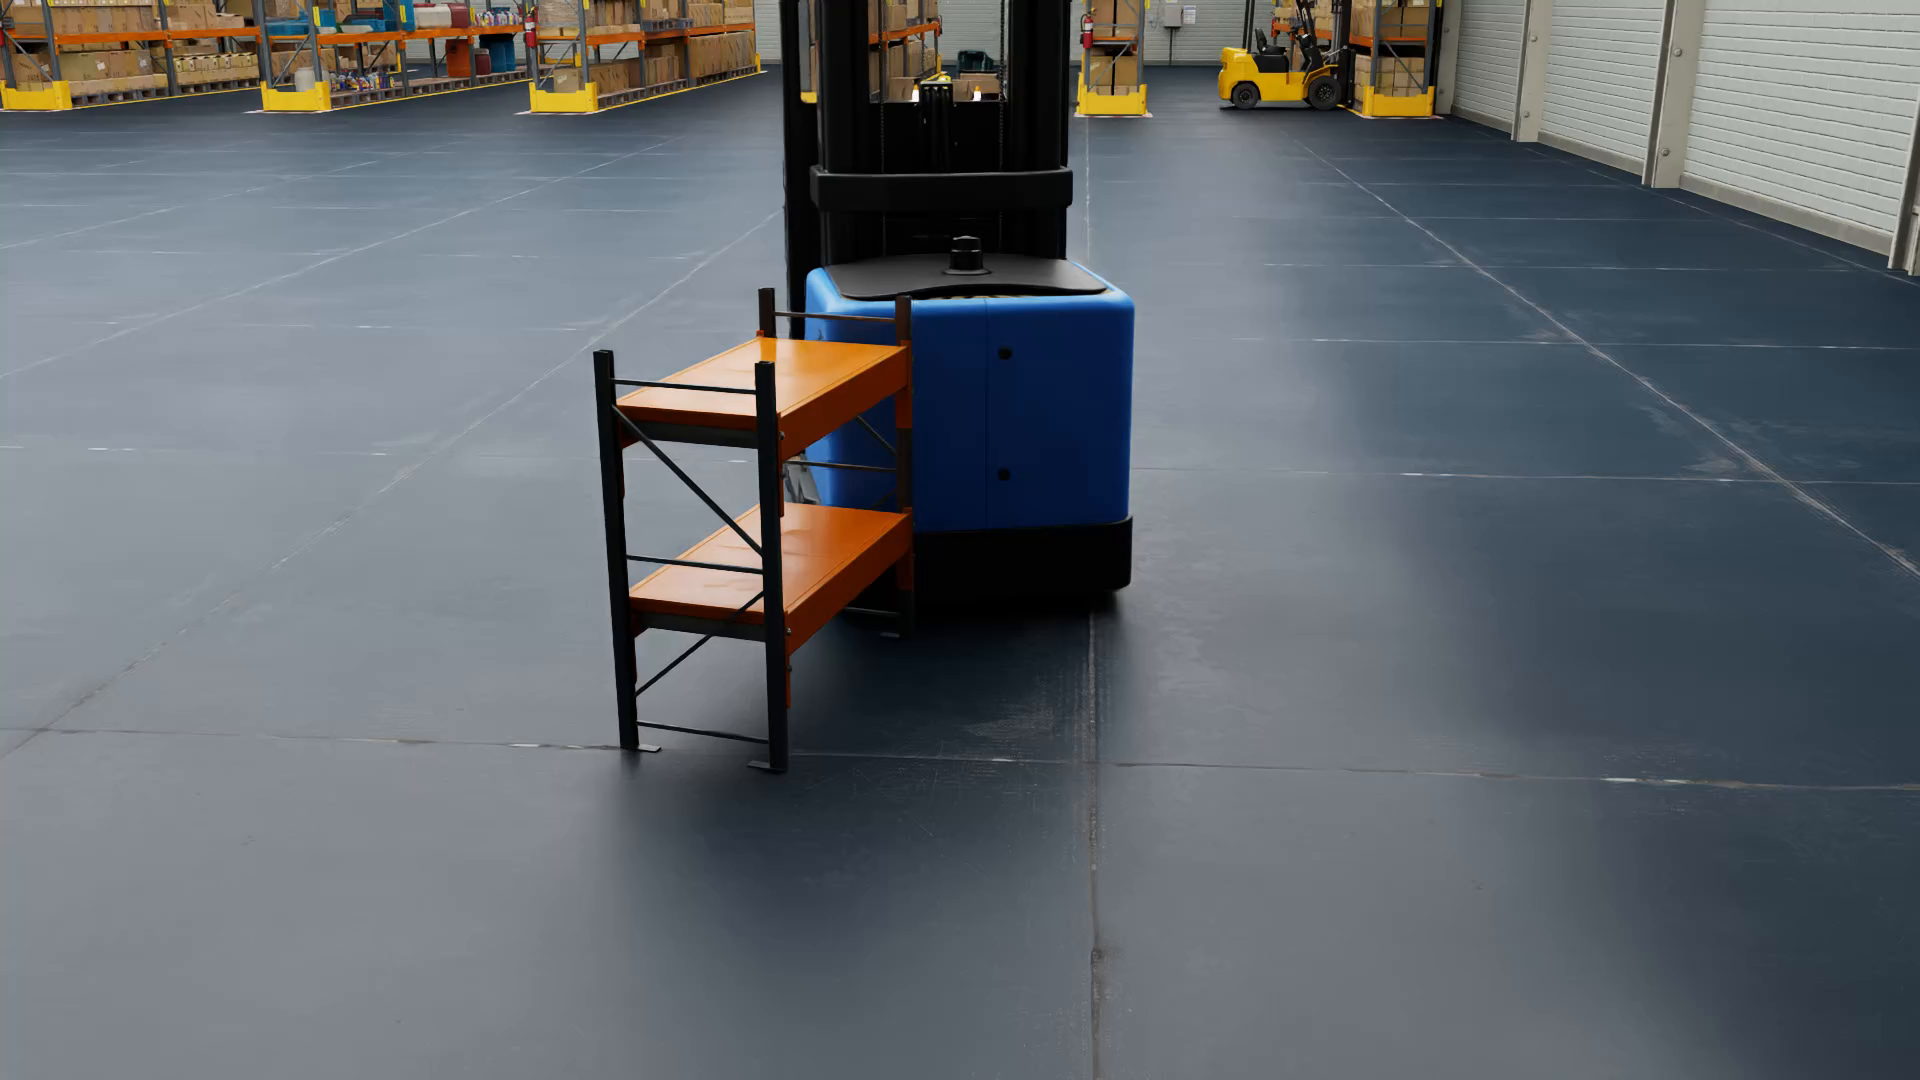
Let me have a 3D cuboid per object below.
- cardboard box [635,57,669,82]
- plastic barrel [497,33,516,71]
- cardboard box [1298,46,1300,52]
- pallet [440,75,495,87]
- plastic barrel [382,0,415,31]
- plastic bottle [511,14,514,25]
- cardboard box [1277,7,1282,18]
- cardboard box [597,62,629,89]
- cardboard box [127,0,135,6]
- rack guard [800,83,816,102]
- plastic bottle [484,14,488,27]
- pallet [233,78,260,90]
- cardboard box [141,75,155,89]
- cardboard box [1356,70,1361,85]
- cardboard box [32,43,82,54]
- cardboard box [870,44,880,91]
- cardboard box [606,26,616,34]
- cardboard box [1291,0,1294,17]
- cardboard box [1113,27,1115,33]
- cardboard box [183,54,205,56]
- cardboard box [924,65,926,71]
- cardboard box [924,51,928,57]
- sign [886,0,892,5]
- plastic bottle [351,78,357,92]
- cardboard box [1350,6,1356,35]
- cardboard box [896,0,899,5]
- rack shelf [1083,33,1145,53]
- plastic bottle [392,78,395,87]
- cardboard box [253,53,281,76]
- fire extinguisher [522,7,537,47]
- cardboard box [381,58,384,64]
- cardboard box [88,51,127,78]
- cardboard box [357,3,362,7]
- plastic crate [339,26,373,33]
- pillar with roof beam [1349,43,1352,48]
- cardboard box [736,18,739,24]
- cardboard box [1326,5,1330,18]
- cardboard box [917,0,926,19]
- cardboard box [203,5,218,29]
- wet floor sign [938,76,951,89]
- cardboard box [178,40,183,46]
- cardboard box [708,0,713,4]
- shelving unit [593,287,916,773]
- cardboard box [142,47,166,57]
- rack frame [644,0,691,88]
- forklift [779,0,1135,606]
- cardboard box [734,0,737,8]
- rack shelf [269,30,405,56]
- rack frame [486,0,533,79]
[{"bbox_3d":[-6.700,-10.143,35.867,0.700,0.500,0.500,3,18,9],"label":"cardboard box"},{"bbox_3d":[-11.321,-12.065,41.123,0.600,0.901,0.708,1,18,4],"label":"plastic barrel"},{"bbox_3d":[8.277,-11.717,39.662,0.380,0.149,0.250,1,18,2],"label":"cardboard box"},{"bbox_3d":[-11.537,-10.710,38.769,1.003,0.211,1.213,1,18,4],"label":"pallet"},{"bbox_3d":[-11.508,-10.898,34.061,0.600,0.901,0.708,1,18,4],"label":"plastic barrel"},{"bbox_3d":[-10.997,-12.730,40.654,0.152,0.276,0.135,1,18,4],"label":"plastic bottle"},{"bbox_3d":[8.461,-13.611,42.908,0.500,0.250,0.500,1,18,5],"label":"cardboard box"},{"bbox_3d":[-6.967,-9.325,33.404,0.500,0.500,0.500,1,18,2],"label":"cardboard box"},{"bbox_3d":[-16.638,-10.686,33.014,0.380,0.149,0.250,1,18,4],"label":"cardboard box"},{"bbox_3d":[-2.247,-7.857,29.598,1.175,0.500,0.348,1,18,4],"label":"rack guard"},{"bbox_3d":[-11.103,-12.148,38.885,0.097,0.271,0.097,0,18,0],"label":"plastic bottle"},{"bbox_3d":[-16.590,-10.321,37.582,1.003,0.211,1.213,1,18,4],"label":"pallet"},{"bbox_3d":[-16.640,-9.248,33.570,0.500,0.250,0.500,1,18,4],"label":"cardboard box"},{"bbox_3d":[7.421,-8.307,29.897,0.500,0.250,0.500,1,18,3],"label":"cardboard box"},{"bbox_3d":[-21.250,-11.414,39.217,0.750,0.750,0.750,1,18,3],"label":"cardboard box"},{"bbox_3d":[-2.073,-9.290,32.697,0.875,0.875,0.875,2,18,5],"label":"cardboard box"},{"bbox_3d":[-6.722,-9.622,31.373,0.380,0.149,0.250,1,18,4],"label":"cardboard box"},{"bbox_3d":[8.253,-12.692,39.505,0.700,0.500,0.500,2,18,5],"label":"cardboard box"},{"bbox_3d":[3.128,-9.755,31.781,0.380,0.149,0.250,1,18,3],"label":"cardboard box"},{"bbox_3d":[-16.890,-10.583,36.743,0.500,0.311,0.500,1,18,2],"label":"cardboard box"},{"bbox_3d":[-1.038,-11.730,41.307,0.380,0.149,0.250,0,18,2],"label":"cardboard box"},{"bbox_3d":[-1.010,-12.331,42.188,0.380,0.149,0.250,2,18,5],"label":"cardboard box"},{"bbox_3d":[-1.404,-10.731,32.839,0.100,0.325,0.005,1,18,4],"label":"sign"},{"bbox_3d":[-11.684,-8.773,32.056,0.097,0.271,0.097,0,18,0],"label":"plastic bottle"},{"bbox_3d":[7.589,-9.702,31.053,0.500,0.500,0.500,1,18,3],"label":"cardboard box"},{"bbox_3d":[-1.714,-11.920,36.218,0.700,0.500,0.500,1,18,4],"label":"cardboard box"},{"bbox_3d":[2.843,-9.252,30.997,1.077,0.370,4.000,1,18,4],"label":"rack shelf"},{"bbox_3d":[-11.554,-9.307,33.796,0.097,0.201,0.097,0,18,0],"label":"plastic bottle"},{"bbox_3d":[-16.174,-11.057,38.659,0.500,0.500,0.500,2,18,6],"label":"cardboard box"},{"bbox_3d":[-7.653,-9.132,29.600,0.296,0.674,0.183,1,18,4],"label":"fire extinguisher"},{"bbox_3d":[-15.830,-12.950,44.971,0.380,0.166,0.250,1,18,4],"label":"cardboard box"},{"bbox_3d":[-16.695,-9.293,32.504,0.500,0.500,0.500,1,18,4],"label":"cardboard box"},{"bbox_3d":[-15.825,-13.657,43.126,0.500,0.500,0.500,1,18,4],"label":"cardboard box"},{"bbox_3d":[-11.702,-9.912,32.278,0.530,0.136,0.437,1,18,4],"label":"plastic crate"},{"bbox_3d":[5.166,-15.733,39.987,9.100,9.000,0.400,1,18,4],"label":"pillar with roof beam"},{"bbox_3d":[-5.879,-13.289,42.564,0.380,0.149,0.250,1,18,5],"label":"cardboard box"},{"bbox_3d":[7.845,-10.905,34.324,0.500,0.250,0.500,2,18,5],"label":"cardboard box"},{"bbox_3d":[-1.098,-13.116,40.996,0.500,0.500,0.500,1,18,3],"label":"cardboard box"},{"bbox_3d":[-16.596,-11.427,36.319,0.500,0.500,0.500,0,18,1],"label":"cardboard box"},{"bbox_3d":[-0.272,-7.880,29.435,0.267,0.644,0.232,-2,18,-6],"label":"wet floor sign"},{"bbox_3d":[-21.072,-13.325,44.569,0.380,0.149,0.250,2,18,5],"label":"cardboard box"},{"bbox_3d":[-6.362,-13.247,40.261,0.797,0.503,0.637,1,18,2],"label":"cardboard box"},{"bbox_3d":[-0.549,-0.084,4.872,0.538,1.125,1.048,6,19,17],"label":"shelving unit"},{"bbox_3d":[-20.991,-12.494,43.077,0.700,0.500,0.500,2,18,5],"label":"cardboard box"},{"bbox_3d":[-6.611,-11.679,37.247,1.000,3.000,0.127,1,18,4],"label":"rack frame"},{"bbox_3d":[-0.171,-1.593,6.576,1.130,2.935,3.031,-3,18,-9],"label":"forklift"},{"bbox_3d":[-5.960,-13.805,42.295,0.500,0.500,0.500,1,18,2],"label":"cardboard box"},{"bbox_3d":[-11.982,-9.584,32.010,1.077,0.370,4.000,1,18,4],"label":"rack shelf"},{"bbox_3d":[-11.265,-13.032,41.376,1.000,3.000,0.127,1,18,4],"label":"rack frame"}]
